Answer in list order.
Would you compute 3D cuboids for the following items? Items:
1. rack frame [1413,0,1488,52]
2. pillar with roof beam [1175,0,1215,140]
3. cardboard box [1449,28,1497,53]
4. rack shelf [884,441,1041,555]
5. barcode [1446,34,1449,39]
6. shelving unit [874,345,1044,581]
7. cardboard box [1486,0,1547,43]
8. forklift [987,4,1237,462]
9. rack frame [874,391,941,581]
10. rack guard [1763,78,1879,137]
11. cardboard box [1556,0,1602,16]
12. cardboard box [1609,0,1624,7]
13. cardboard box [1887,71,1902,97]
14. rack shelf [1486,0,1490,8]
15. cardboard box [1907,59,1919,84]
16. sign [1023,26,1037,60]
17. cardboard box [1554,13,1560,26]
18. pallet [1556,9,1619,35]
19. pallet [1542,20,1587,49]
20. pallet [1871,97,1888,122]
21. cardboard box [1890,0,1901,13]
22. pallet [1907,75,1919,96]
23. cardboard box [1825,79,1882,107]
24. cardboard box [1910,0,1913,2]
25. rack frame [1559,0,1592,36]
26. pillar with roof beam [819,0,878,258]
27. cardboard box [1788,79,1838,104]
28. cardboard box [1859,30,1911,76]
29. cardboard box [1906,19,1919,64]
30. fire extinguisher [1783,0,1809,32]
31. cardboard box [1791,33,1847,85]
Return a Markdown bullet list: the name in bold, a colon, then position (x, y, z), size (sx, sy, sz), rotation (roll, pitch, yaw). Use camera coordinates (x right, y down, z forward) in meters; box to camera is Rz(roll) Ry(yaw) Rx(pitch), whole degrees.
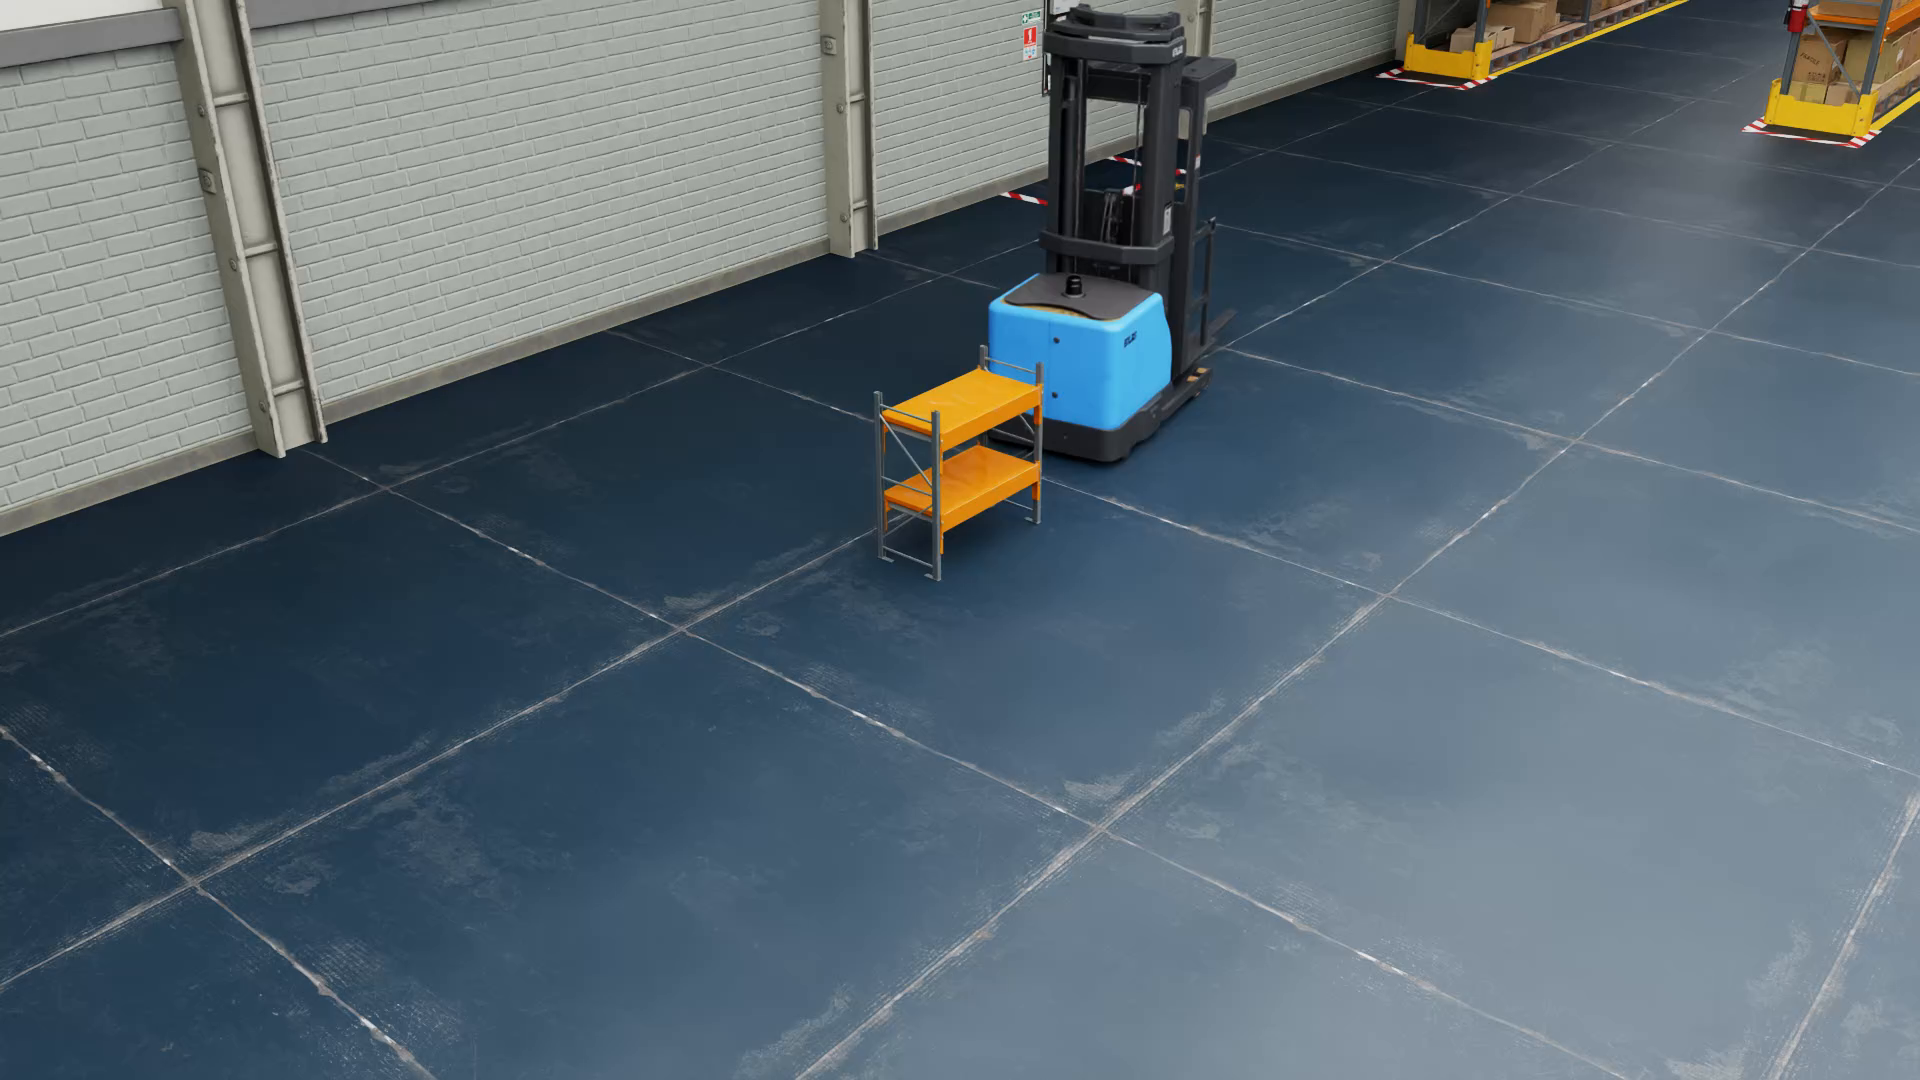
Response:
- **rack frame**: position (6.814, -7.912, 22.779), size (1.000, 3.000, 0.127), rotation (21, 34, 34)
- **pillar with roof beam**: position (6.097, -7.692, 15.825), size (9.100, 9.000, 0.400), rotation (21, 34, 34)
- **cardboard box**: position (7.324, -7.132, 23.719), size (0.500, 0.311, 0.500), rotation (17, 32, 29)
- **rack shelf**: position (0.004, -0.285, 10.609), size (0.538, 0.278, 1.000), rotation (21, 34, 34)
- **barcode**: position (7.027, -7.259, 23.955), size (0.001, 0.075, 0.075), rotation (21, 34, 34)
- **shelving unit**: position (0.004, -0.502, 10.496), size (0.538, 1.125, 1.048), rotation (21, 34, 34)
- **cardboard box**: position (8.192, -7.664, 24.541), size (0.700, 0.500, 0.500), rotation (18, 33, 31)
- **forklift**: position (1.324, -2.495, 12.382), size (1.130, 2.935, 3.031), rotation (14, 30, 25)
- **rack frame**: position (-0.319, -0.322, 10.148), size (0.500, 1.125, 0.032), rotation (21, 34, 34)
- **rack guard**: position (10.624, -5.347, 20.541), size (1.175, 0.500, 0.348), rotation (21, 34, 34)
- **cardboard box**: position (9.814, -8.681, 26.508), size (0.700, 0.500, 0.500), rotation (22, 35, 36)
- **cardboard box**: position (10.459, -9.048, 27.217), size (0.700, 0.500, 0.500), rotation (21, 34, 35)
- **cardboard box**: position (11.785, -5.911, 21.447), size (0.500, 0.250, 0.500), rotation (21, 34, 34)
- **rack shelf**: position (8.086, -8.301, 24.315), size (1.077, 0.370, 4.000), rotation (21, 34, 34)
- **cardboard box**: position (12.425, -6.265, 22.130), size (0.500, 0.250, 0.500), rotation (21, 34, 34)
- **sign**: position (0.743, -5.270, 17.634), size (0.001, 0.329, 0.234), rotation (21, 34, 34)
- **cardboard box**: position (9.041, -8.068, 25.687), size (0.380, 0.166, 0.250), rotation (16, 31, 28)
- **pallet**: position (9.853, -8.368, 26.696), size (1.003, 0.211, 1.213), rotation (21, 34, 34)
- **pallet**: position (8.959, -7.843, 25.681), size (1.003, 0.211, 1.213), rotation (21, 34, 34)
- **pallet**: position (11.093, -5.510, 21.172), size (1.003, 0.211, 1.213), rotation (21, 34, 34)
- **cardboard box**: position (11.276, -6.859, 20.635), size (0.700, 0.500, 0.500), rotation (22, 34, 36)
- **pallet**: position (12.645, -6.375, 22.844), size (1.003, 0.211, 1.213), rotation (21, 34, 34)
- **cardboard box**: position (11.152, -5.556, 20.760), size (0.500, 0.250, 0.500), rotation (21, 34, 34)
- **cardboard box**: position (11.928, -7.221, 21.335), size (0.700, 0.500, 0.500), rotation (22, 35, 36)
- **rack frame**: position (9.358, -9.330, 25.521), size (1.000, 3.000, 0.127), rotation (21, 34, 34)
- **pillar with roof beam**: position (2.281, -5.565, 11.713), size (9.100, 9.000, 0.400), rotation (21, 34, 34)
- **cardboard box**: position (10.752, -5.707, 21.053), size (0.500, 0.250, 0.500), rotation (21, 34, 34)
- **cardboard box**: position (11.776, -6.248, 21.282), size (0.500, 0.500, 0.500), rotation (21, 34, 34)
- **cardboard box**: position (12.415, -6.601, 21.965), size (0.500, 0.500, 0.500), rotation (21, 34, 34)
- **fire extinguisher**: position (10.205, -6.525, 20.182), size (0.296, 0.674, 0.183), rotation (21, 34, 34)
- **cardboard box**: position (10.750, -6.041, 20.882), size (0.500, 0.500, 0.500), rotation (21, 34, 34)
